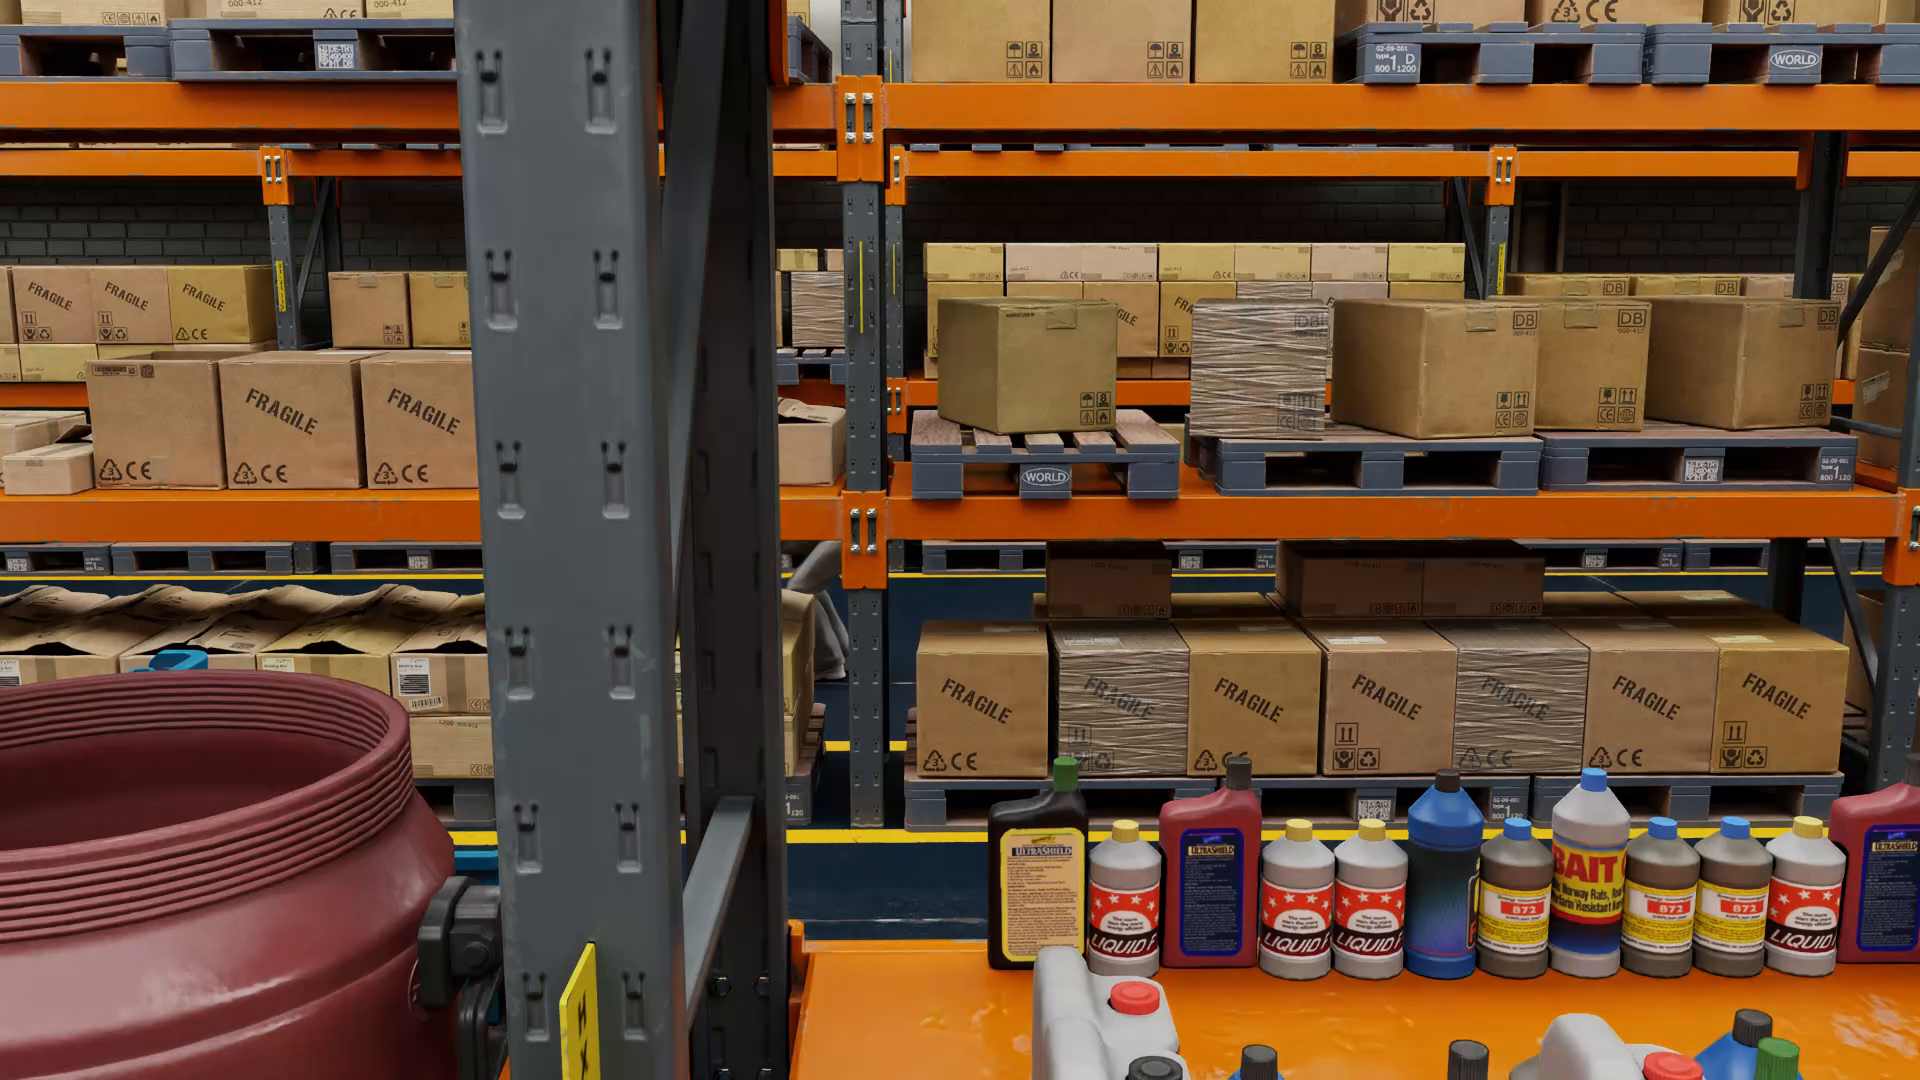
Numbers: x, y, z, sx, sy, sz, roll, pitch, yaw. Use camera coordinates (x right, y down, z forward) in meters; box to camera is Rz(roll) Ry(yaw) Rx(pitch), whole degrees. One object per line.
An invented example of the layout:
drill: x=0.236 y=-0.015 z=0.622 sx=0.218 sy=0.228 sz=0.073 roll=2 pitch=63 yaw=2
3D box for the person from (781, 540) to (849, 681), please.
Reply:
person: x=-0.876 y=0.247 z=8.609 sx=0.864 sy=0.940 sz=0.439 roll=-1 pitch=10 yaw=-4
